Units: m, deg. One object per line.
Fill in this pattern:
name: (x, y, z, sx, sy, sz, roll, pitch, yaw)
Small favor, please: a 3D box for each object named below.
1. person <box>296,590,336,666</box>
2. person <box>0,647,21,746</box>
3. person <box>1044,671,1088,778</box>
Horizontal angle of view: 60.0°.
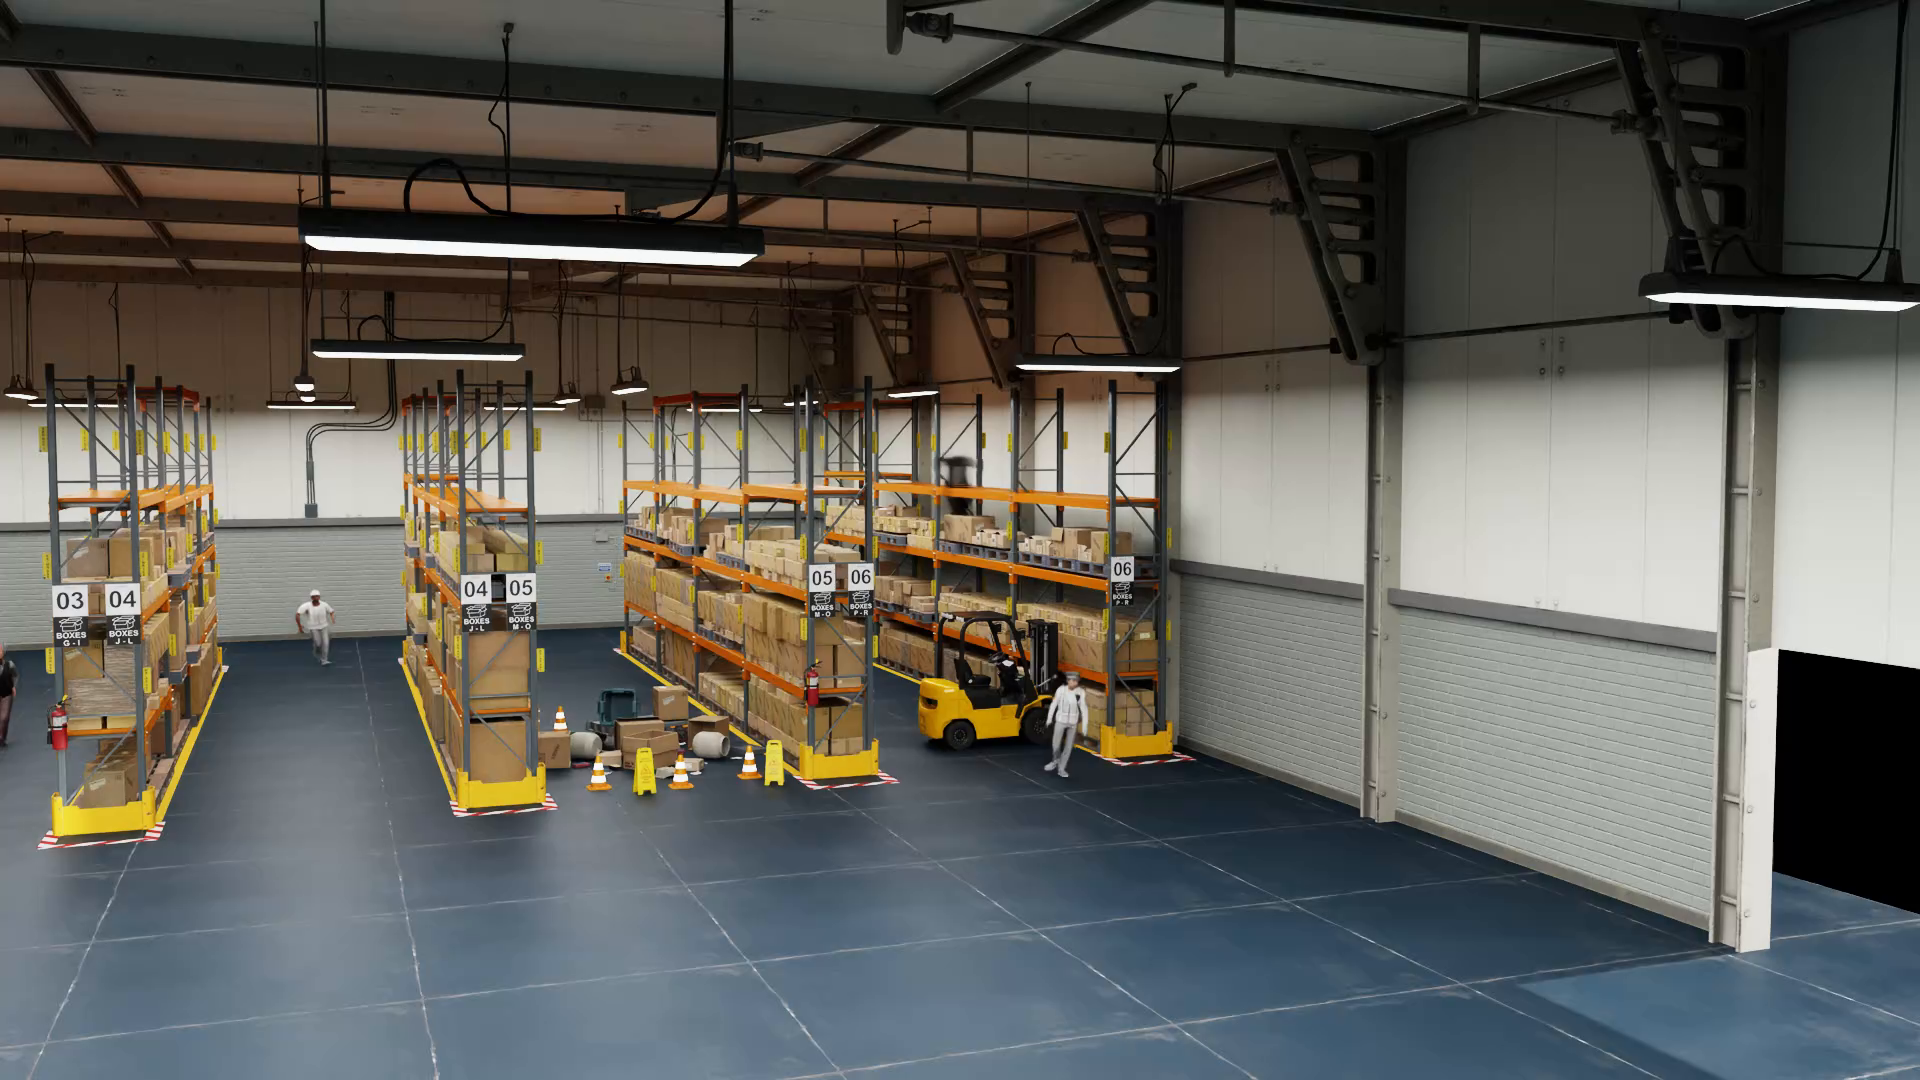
person: (-14.354, 1.980, 37.132, 0.833, 1.733, 0.576, -2, 4, -36)
person: (-15.909, 2.611, 27.510, 0.659, 1.582, 0.628, -2, 4, -32)
person: (1.593, 2.744, 24.847, 0.633, 1.628, 0.545, 0, 3, -4)
